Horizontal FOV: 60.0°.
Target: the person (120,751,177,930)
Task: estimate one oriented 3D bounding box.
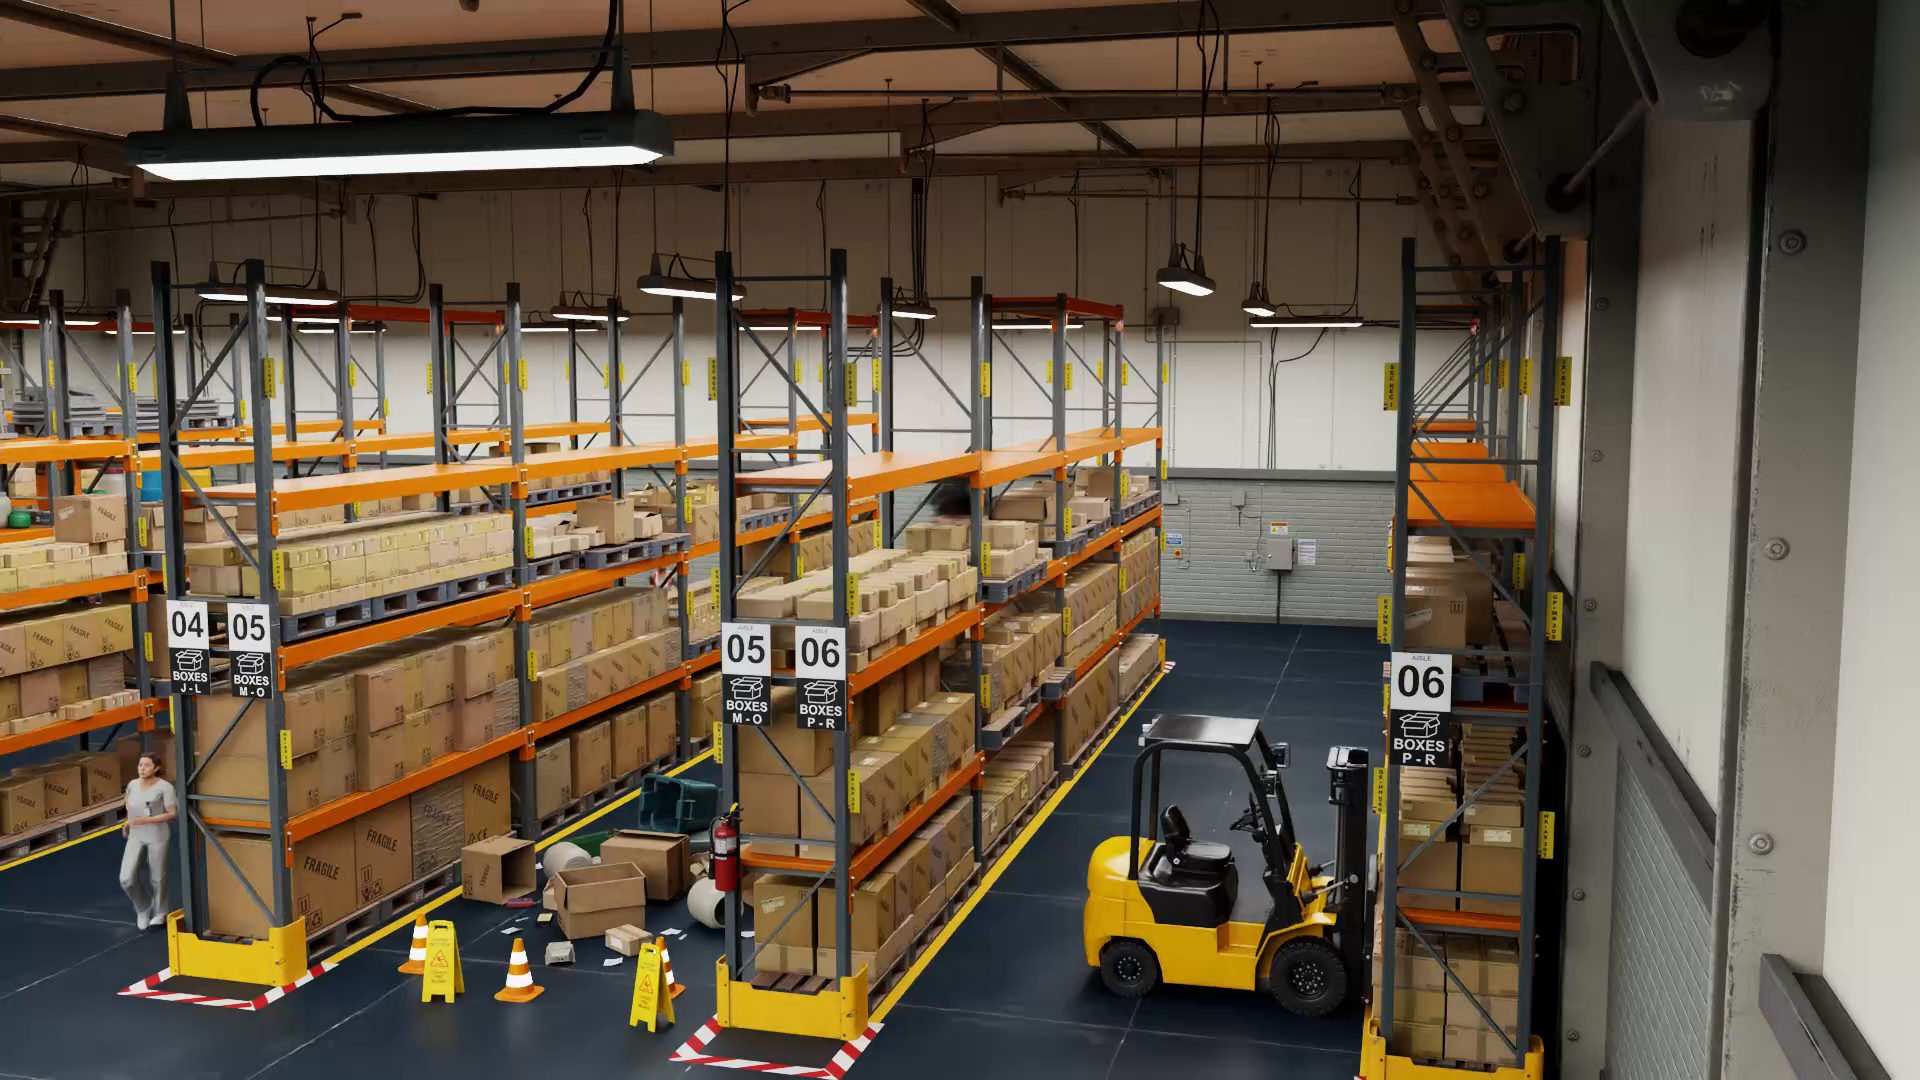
[{"bbox_3d":[-7.390,2.734,15.114,0.552,1.639,0.613,0,6,-2],"label":"person"}]

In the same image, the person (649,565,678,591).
[{"bbox_3d":[-5.214,1.180,29.432,0.651,1.840,0.756,0,6,0],"label":"person"}]
